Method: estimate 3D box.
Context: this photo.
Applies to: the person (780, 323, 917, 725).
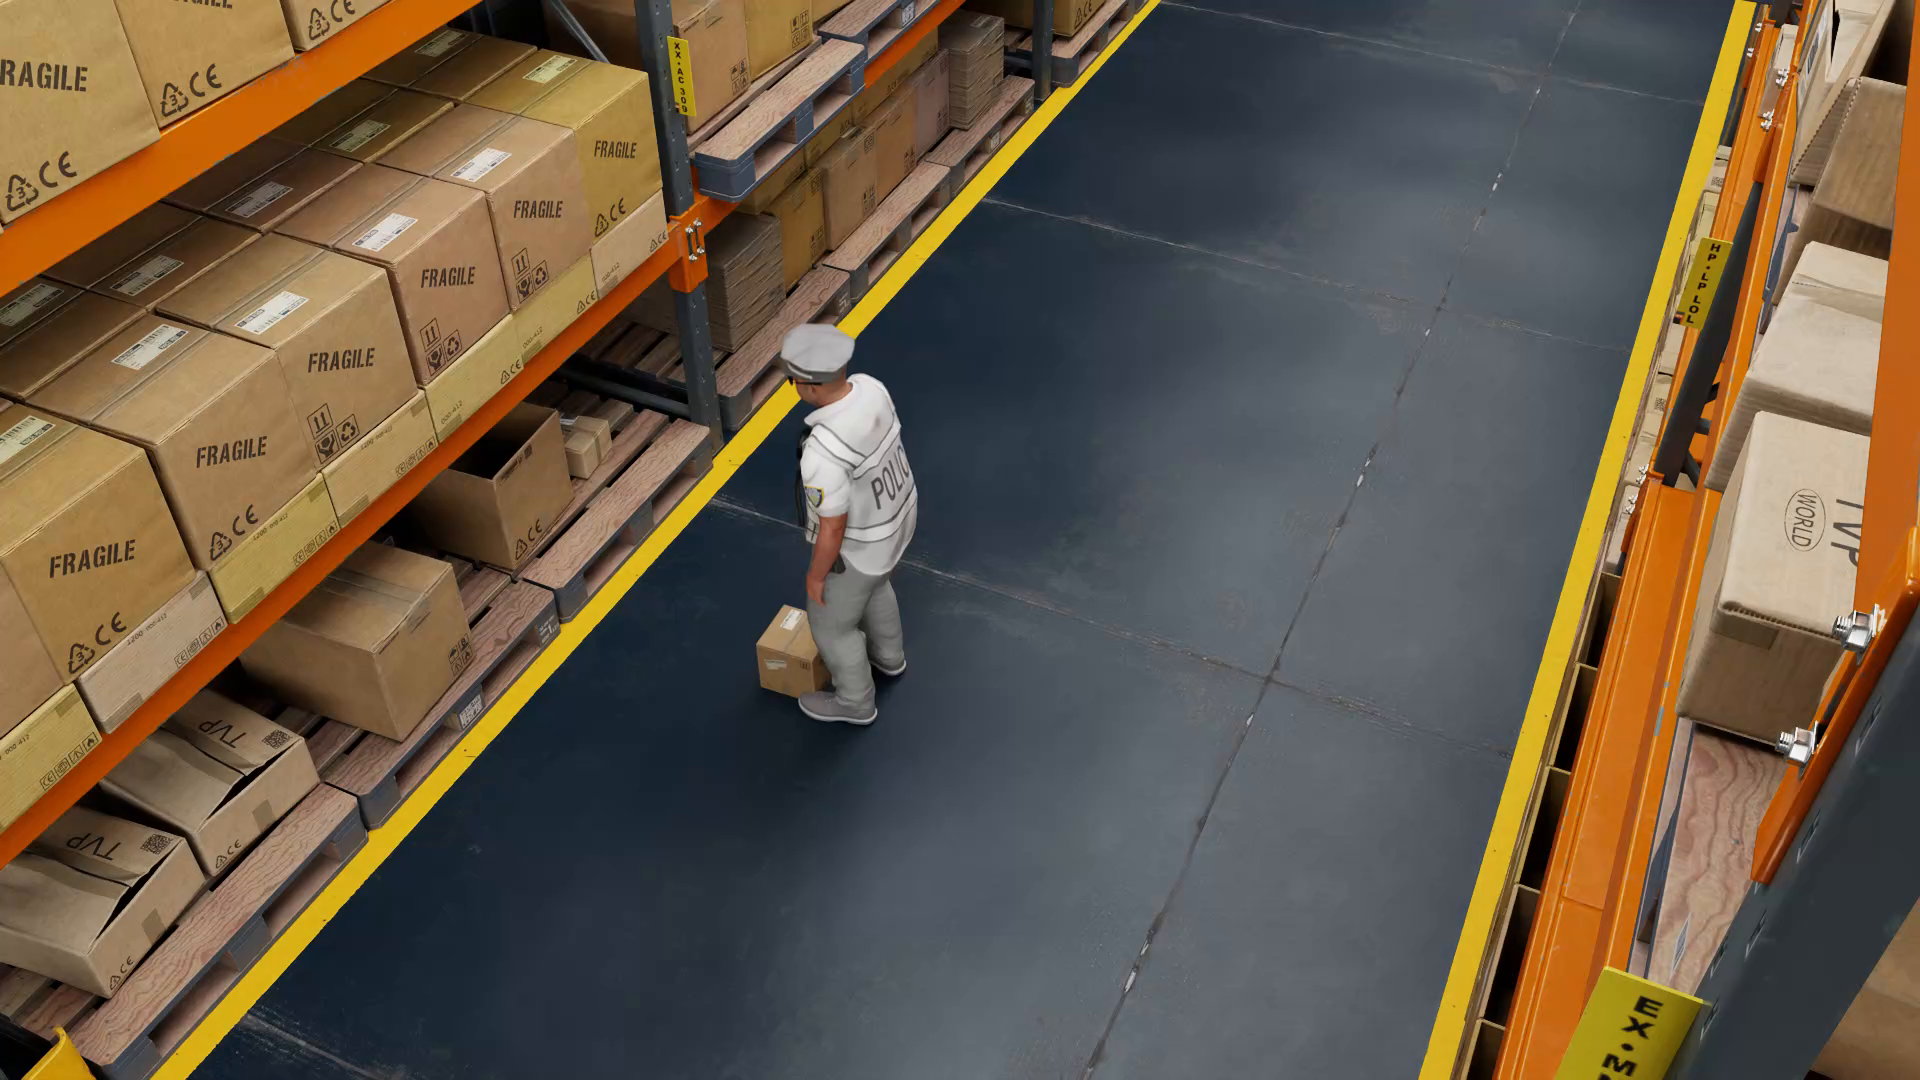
[{"bbox_3d":[-0.395,-0.025,6.182,0.437,1.747,0.596,15,44,16],"label":"person"}]
